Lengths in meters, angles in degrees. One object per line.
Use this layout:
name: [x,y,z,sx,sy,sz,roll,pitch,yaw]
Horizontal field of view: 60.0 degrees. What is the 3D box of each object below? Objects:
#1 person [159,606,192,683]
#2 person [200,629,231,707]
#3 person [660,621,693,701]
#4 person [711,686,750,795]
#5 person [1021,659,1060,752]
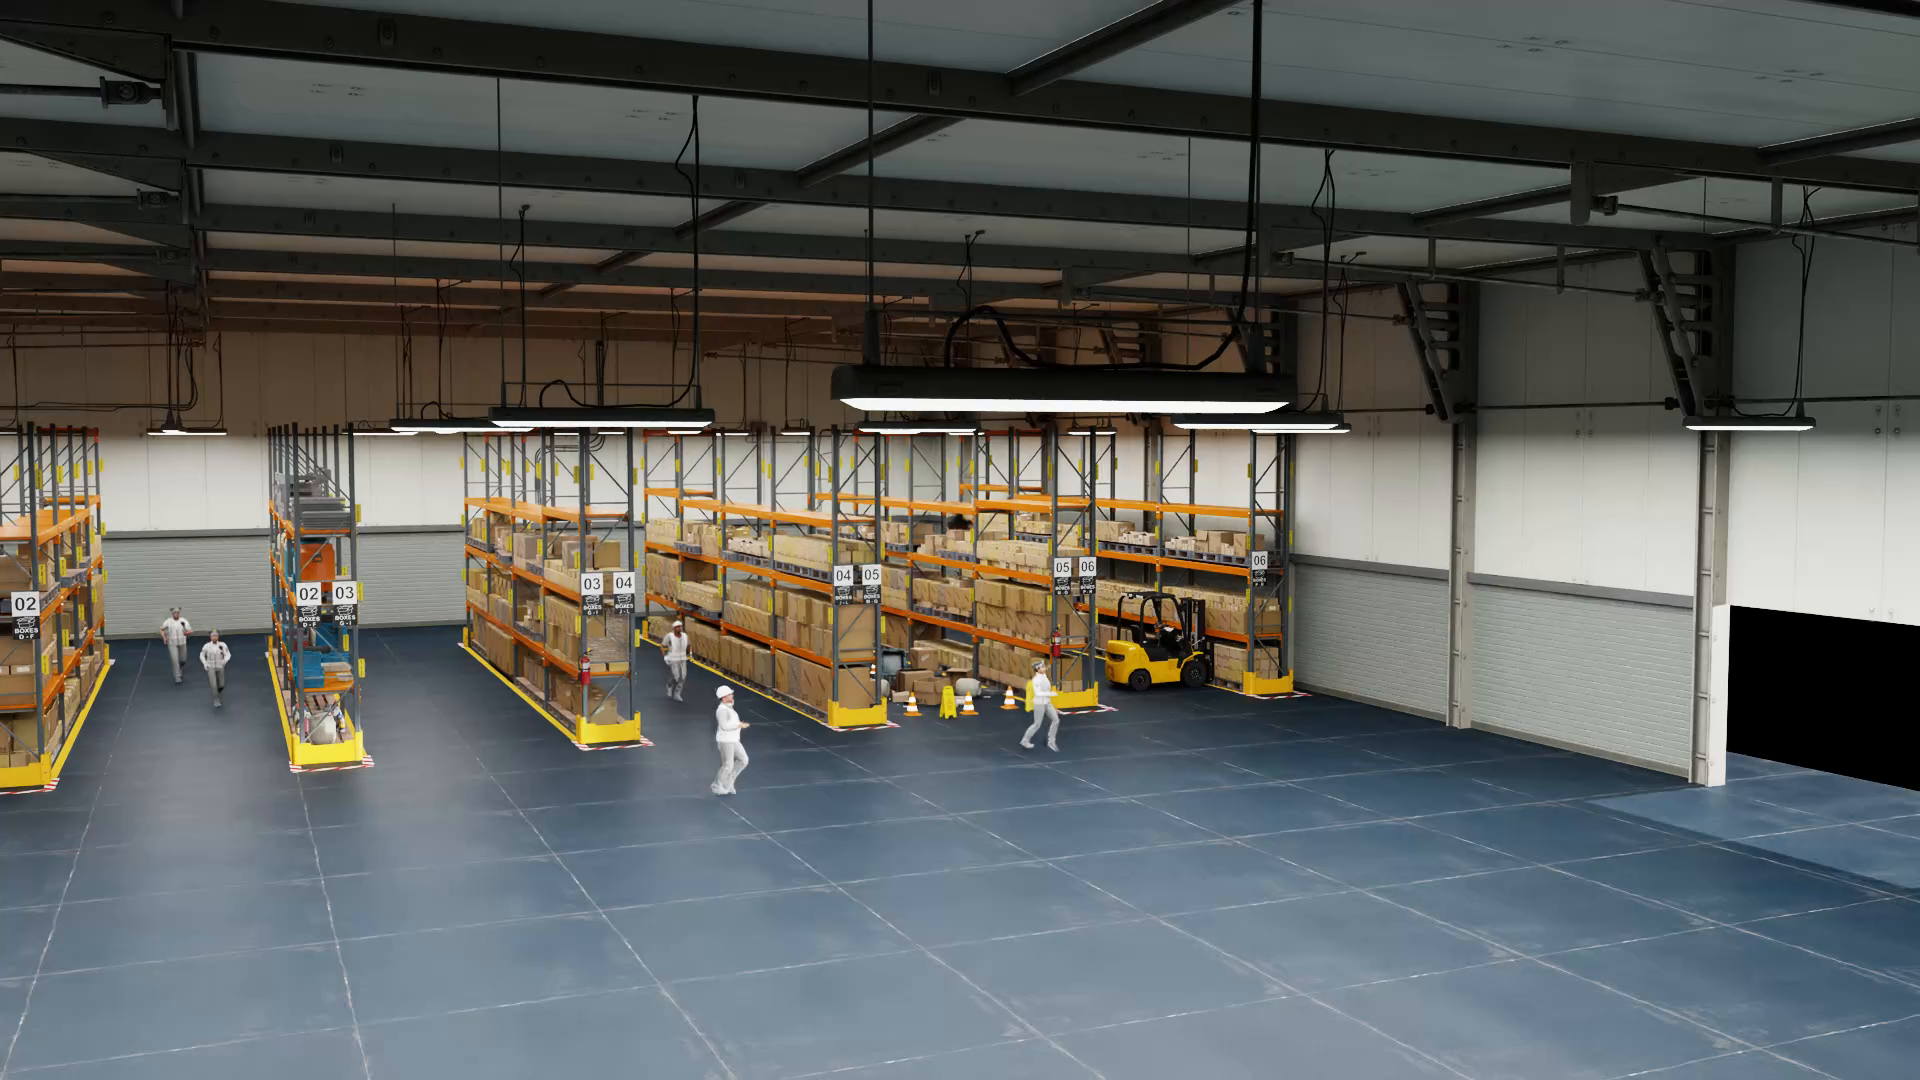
person: [-18.434,2.437,39.149,0.672,1.755,0.912,-3,4,-37]
person: [-15.911,2.724,35.535,0.606,1.654,0.599,-2,4,-27]
person: [-6.157,2.604,36.322,0.695,1.689,0.590,-3,4,-37]
person: [-3.665,3.220,26.627,0.658,1.779,0.641,0,4,6]
person: [1.484,3.036,30.474,0.739,1.730,0.614,2,4,27]
